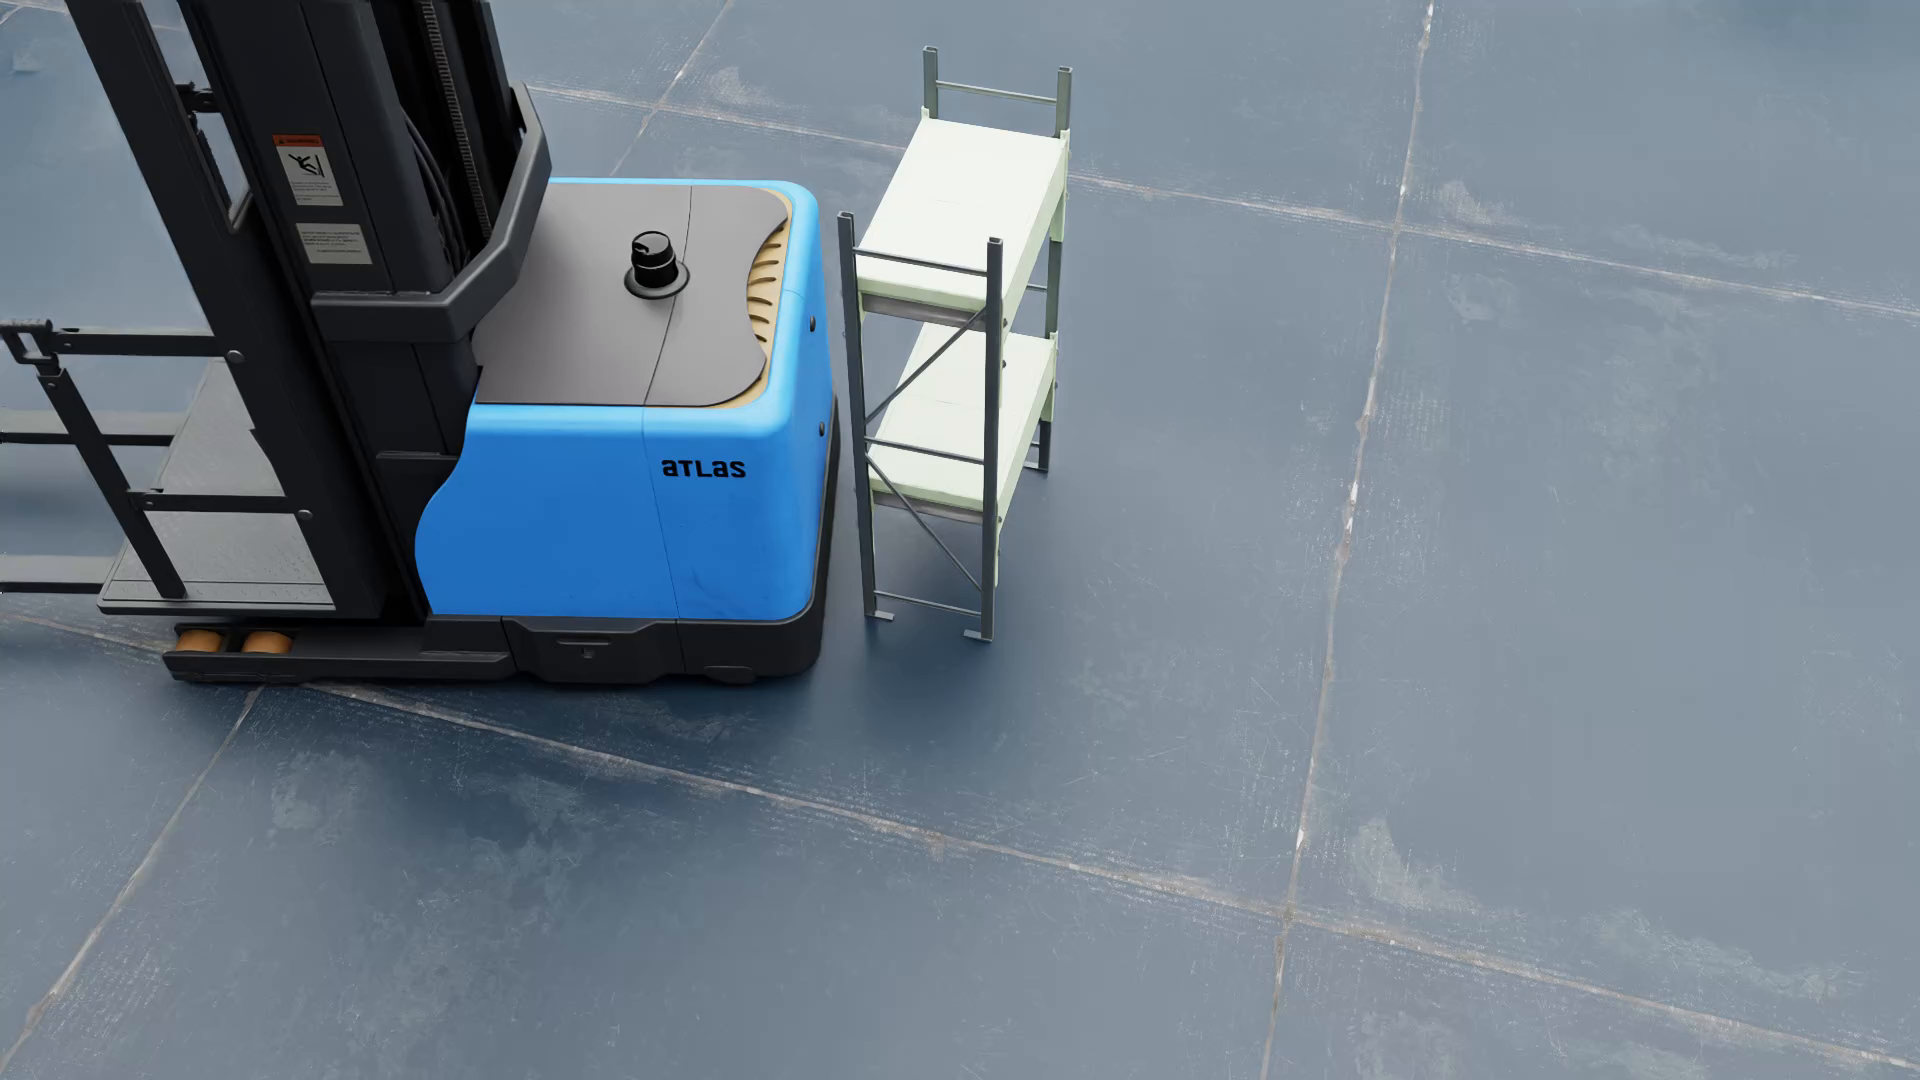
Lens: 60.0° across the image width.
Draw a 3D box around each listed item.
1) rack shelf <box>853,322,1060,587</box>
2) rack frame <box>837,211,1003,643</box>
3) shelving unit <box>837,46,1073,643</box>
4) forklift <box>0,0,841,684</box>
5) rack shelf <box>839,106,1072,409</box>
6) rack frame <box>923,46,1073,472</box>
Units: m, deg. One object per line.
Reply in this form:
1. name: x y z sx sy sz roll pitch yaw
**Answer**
1. rack shelf: 0.002 -0.285 4.936 0.431 0.370 0.720 12 50 10
2. rack frame: -0.095 -0.236 4.458 0.400 1.500 0.023 12 50 10
3. shelving unit: 0.002 -0.501 4.692 0.431 1.500 0.755 12 50 10
4. forklift: -1.914 -0.947 4.131 3.031 2.935 1.130 1 49 1
5. rack shelf: 0.002 -0.759 4.399 0.431 0.370 0.720 12 50 10
6. rack frame: 0.098 -0.766 4.926 0.400 1.500 0.023 12 50 10
